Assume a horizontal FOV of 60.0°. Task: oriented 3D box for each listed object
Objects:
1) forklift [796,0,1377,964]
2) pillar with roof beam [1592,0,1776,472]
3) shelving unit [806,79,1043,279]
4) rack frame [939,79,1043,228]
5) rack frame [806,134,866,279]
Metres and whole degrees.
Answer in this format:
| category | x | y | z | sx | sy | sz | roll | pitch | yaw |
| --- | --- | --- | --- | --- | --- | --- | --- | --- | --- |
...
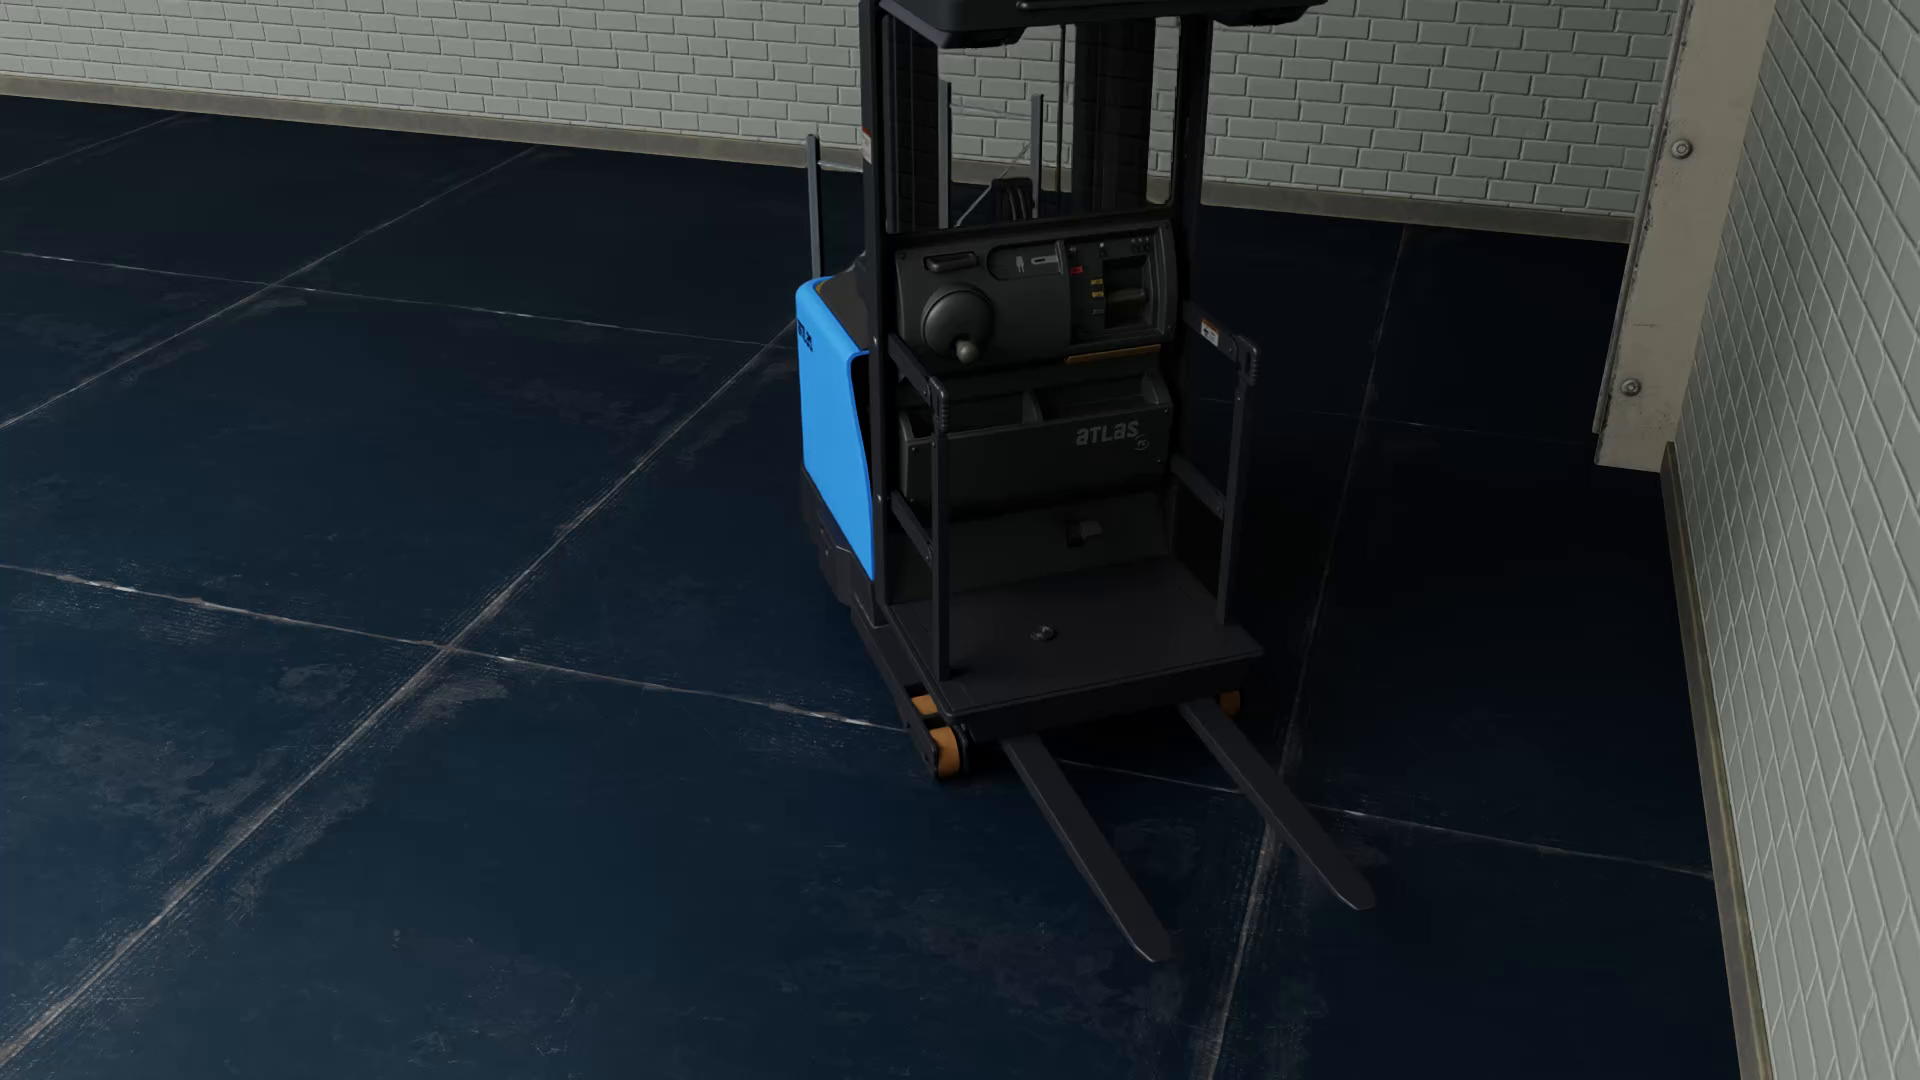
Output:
| category | x | y | z | sx | sy | sz | roll | pitch | yaw |
| --- | --- | --- | --- | --- | --- | --- | --- | --- | --- |
| forklift | 0.321 | -0.737 | 5.059 | 1.130 | 2.935 | 3.031 | -10 | 30 | -17 |
| pillar with roof beam | -1.105 | -4.951 | 6.394 | 9.100 | 9.000 | 0.400 | 8 | 30 | 15 |
| shelving unit | -0.124 | -1.089 | 7.165 | 0.538 | 1.500 | 1.048 | 16 | 33 | 26 |
| rack frame | 0.132 | -1.303 | 7.549 | 0.500 | 1.500 | 0.032 | 16 | 33 | 26 |
| rack frame | -0.380 | -0.876 | 6.781 | 0.500 | 1.500 | 0.032 | 16 | 33 | 26 |
